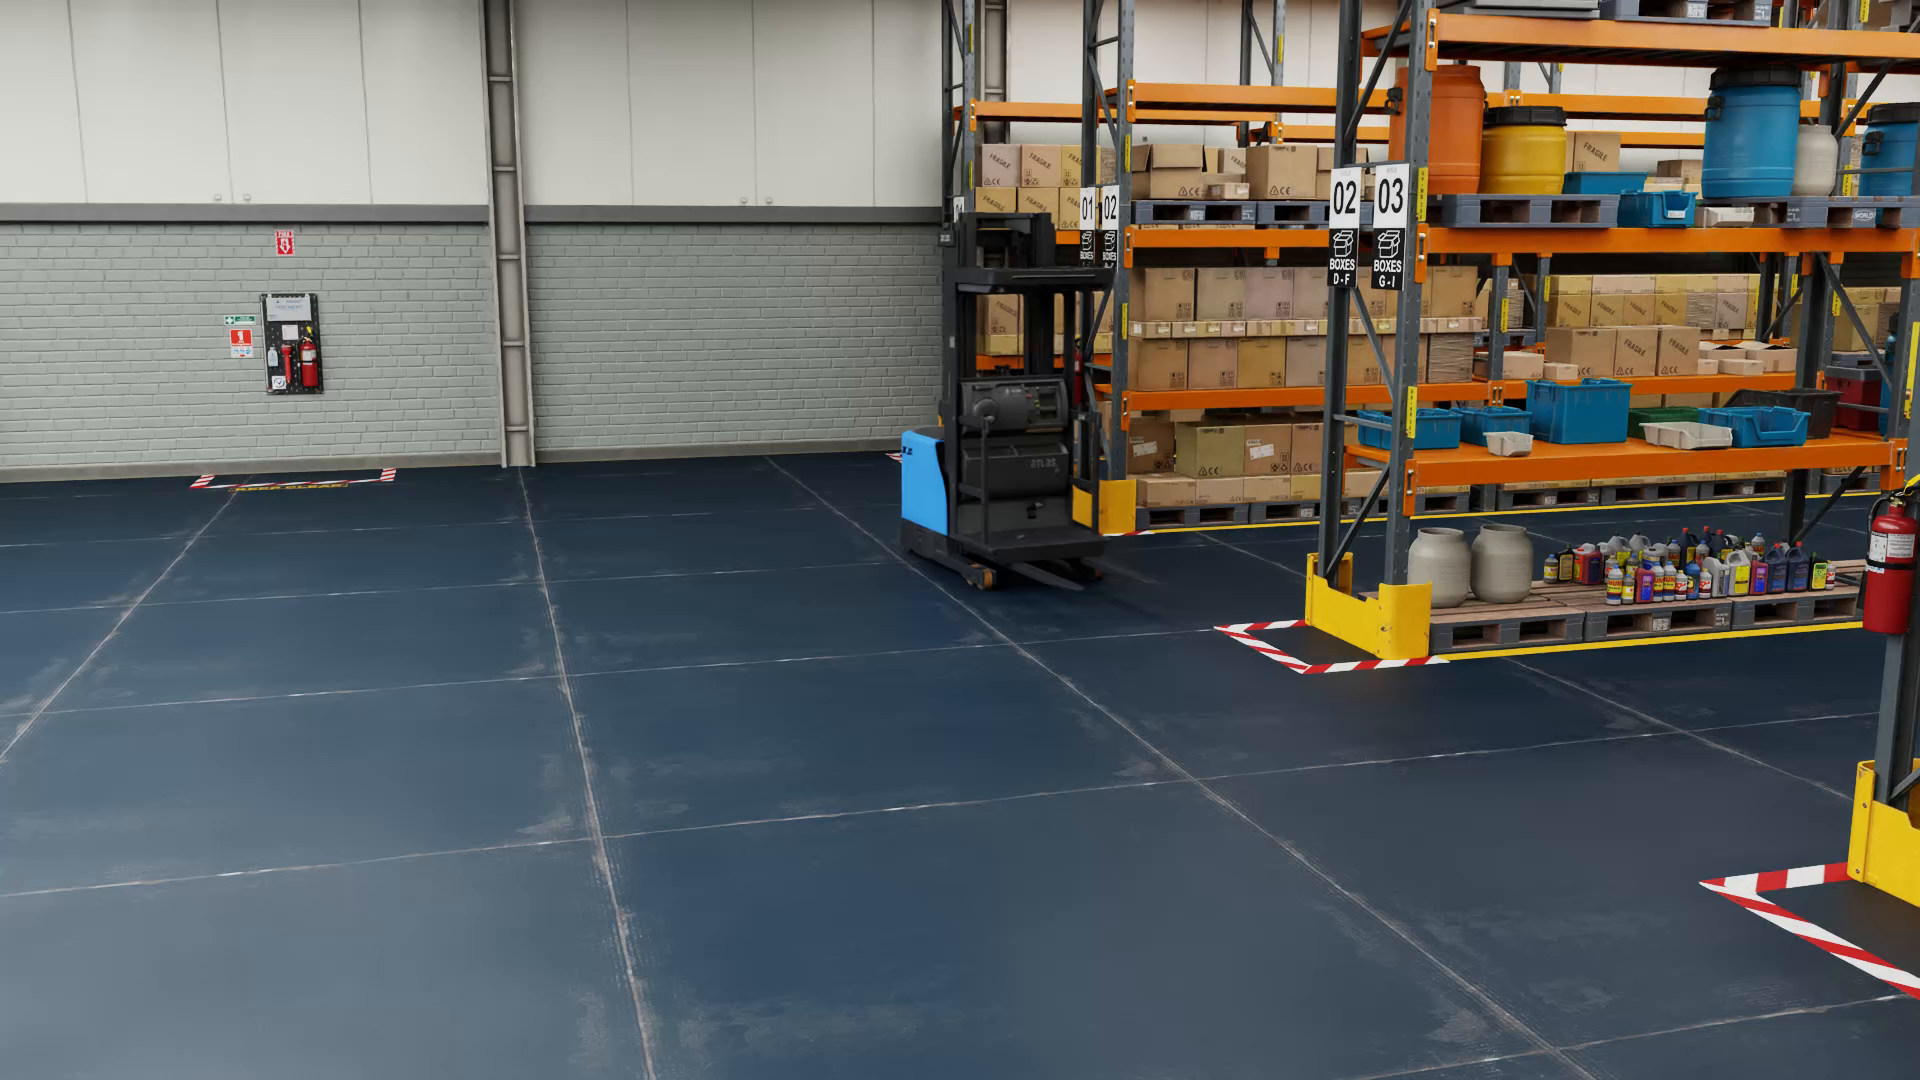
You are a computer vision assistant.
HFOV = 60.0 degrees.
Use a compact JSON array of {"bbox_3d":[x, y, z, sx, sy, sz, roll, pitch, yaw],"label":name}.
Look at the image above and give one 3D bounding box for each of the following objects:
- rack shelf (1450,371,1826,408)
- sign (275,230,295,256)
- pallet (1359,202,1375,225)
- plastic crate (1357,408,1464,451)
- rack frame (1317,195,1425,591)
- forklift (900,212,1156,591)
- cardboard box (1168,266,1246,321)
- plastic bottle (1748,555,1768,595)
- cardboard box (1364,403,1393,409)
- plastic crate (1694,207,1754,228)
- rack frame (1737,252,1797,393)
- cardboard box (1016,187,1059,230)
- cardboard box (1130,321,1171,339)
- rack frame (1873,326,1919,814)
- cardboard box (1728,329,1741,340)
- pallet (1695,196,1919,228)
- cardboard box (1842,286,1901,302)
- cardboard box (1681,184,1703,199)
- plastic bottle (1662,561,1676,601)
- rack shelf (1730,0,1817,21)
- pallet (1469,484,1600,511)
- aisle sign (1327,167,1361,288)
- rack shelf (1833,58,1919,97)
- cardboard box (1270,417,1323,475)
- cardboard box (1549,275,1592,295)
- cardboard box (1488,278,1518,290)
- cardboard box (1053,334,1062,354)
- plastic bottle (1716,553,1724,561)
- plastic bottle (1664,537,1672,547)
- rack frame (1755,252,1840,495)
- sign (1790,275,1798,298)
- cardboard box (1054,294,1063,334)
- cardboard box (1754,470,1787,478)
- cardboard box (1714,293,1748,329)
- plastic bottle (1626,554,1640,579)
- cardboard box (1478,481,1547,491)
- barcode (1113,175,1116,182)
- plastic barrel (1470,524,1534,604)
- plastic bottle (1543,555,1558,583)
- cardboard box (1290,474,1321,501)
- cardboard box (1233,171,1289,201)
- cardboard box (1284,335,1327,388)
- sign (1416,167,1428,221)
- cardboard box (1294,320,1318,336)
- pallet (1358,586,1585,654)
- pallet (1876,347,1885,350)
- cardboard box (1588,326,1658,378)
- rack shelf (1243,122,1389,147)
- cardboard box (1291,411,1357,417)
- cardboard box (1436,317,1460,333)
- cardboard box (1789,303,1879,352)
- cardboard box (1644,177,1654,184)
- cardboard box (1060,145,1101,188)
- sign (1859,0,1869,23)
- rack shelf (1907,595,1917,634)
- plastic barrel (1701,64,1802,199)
[{"bbox_3d":[7.122,-1.590,17.588,4.000,0.370,1.077,-3,11,-16],"label":"rack shelf"},{"bbox_3d":[-7.777,-3.422,19.149,0.199,0.298,0.001,-3,11,-16],"label":"sign"},{"bbox_3d":[4.390,-3.226,16.451,1.213,0.211,1.003,-3,11,-16],"label":"pallet"},{"bbox_3d":[3.139,-0.783,11.629,0.616,0.251,0.499,-3,11,-16],"label":"plastic crate"},{"bbox_3d":[2.742,-0.779,11.195,0.127,3.000,1.000,-3,11,-16],"label":"rack frame"},{"bbox_3d":[0.535,-1.137,13.330,1.130,2.935,3.031,-5,11,-24],"label":"forklift"},{"bbox_3d":[2.367,-2.379,16.028,0.500,0.500,0.700,-3,11,-17],"label":"cardboard box"},{"bbox_3d":[5.716,0.246,11.915,0.133,0.283,0.061,-2,11,-12],"label":"plastic bottle"},{"bbox_3d":[5.499,-1.784,22.346,0.500,0.500,0.700,-3,11,-15],"label":"cardboard box"},{"bbox_3d":[5.155,-2.175,11.224,0.396,0.136,0.243,-3,11,-16],"label":"plastic crate"},{"bbox_3d":[11.495,-3.108,23.849,0.127,3.000,1.000,-3,11,-16],"label":"rack frame"},{"bbox_3d":[0.890,-4.030,20.238,0.500,0.500,0.500,-2,11,-12],"label":"cardboard box"},{"bbox_3d":[1.798,-1.991,15.711,0.250,0.149,0.380,-3,11,-16],"label":"cardboard box"},{"bbox_3d":[4.126,0.082,6.519,0.127,3.000,1.000,-3,11,-16],"label":"rack frame"},{"bbox_3d":[10.752,-2.906,23.390,0.250,0.149,0.380,-3,11,-14],"label":"cardboard box"},{"bbox_3d":[5.917,-2.310,11.750,1.003,0.211,1.213,-3,11,-16],"label":"pallet"},{"bbox_3d":[13.418,-3.355,24.360,0.700,0.700,0.980,-4,11,-19],"label":"cardboard box"},{"bbox_3d":[7.572,-3.563,17.291,0.500,0.250,0.500,-3,11,-17],"label":"cardboard box"},{"bbox_3d":[4.995,0.287,11.729,0.097,0.271,0.097,0,10,0],"label":"plastic bottle"},{"bbox_3d":[9.574,-7.238,22.520,4.000,0.370,1.077,-3,11,-16],"label":"rack shelf"},{"bbox_3d":[5.898,-0.515,17.465,1.213,0.211,1.003,-3,11,-16],"label":"pallet"},{"bbox_3d":[2.590,-2.105,11.221,0.004,0.787,0.394,-3,11,-16],"label":"aisle sign"},{"bbox_3d":[8.503,-3.482,12.403,4.000,0.370,1.077,-3,11,-16],"label":"rack shelf"},{"bbox_3d":[3.379,-0.927,16.364,0.500,0.500,0.500,-3,11,-16],"label":"cardboard box"},{"bbox_3d":[8.190,-3.460,22.533,0.500,0.250,0.500,-3,11,-15],"label":"cardboard box"},{"bbox_3d":[7.331,-3.468,22.519,0.250,0.149,0.380,-5,11,-23],"label":"cardboard box"},{"bbox_3d":[1.025,-2.435,20.553,0.500,0.250,0.500,-3,11,-18],"label":"cardboard box"},{"bbox_3d":[5.497,0.231,12.000,0.133,0.283,0.061,-3,11,-16],"label":"plastic bottle"},{"bbox_3d":[5.340,0.118,12.613,0.133,0.283,0.061,-3,11,-13],"label":"plastic bottle"},{"bbox_3d":[9.042,-2.045,18.073,0.127,3.000,1.000,-3,11,-16],"label":"rack frame"},{"bbox_3d":[11.656,-3.545,23.242,0.005,0.325,0.100,-3,11,-16],"label":"sign"},{"bbox_3d":[0.993,-2.801,20.468,0.500,0.500,0.500,-3,11,-16],"label":"cardboard box"},{"bbox_3d":[8.605,-0.830,17.909,0.500,0.250,0.500,-3,11,-15],"label":"cardboard box"},{"bbox_3d":[10.635,-3.219,23.297,0.500,0.500,0.500,-3,11,-15],"label":"cardboard box"},{"bbox_3d":[4.999,0.207,12.357,0.097,0.201,0.097,0,10,0],"label":"plastic bottle"},{"bbox_3d":[5.658,-0.674,17.061,0.500,0.250,0.500,-3,11,-17],"label":"cardboard box"},{"bbox_3d":[1.516,-3.500,16.088,0.075,0.075,0.001,-3,11,-16],"label":"barcode"},{"bbox_3d":[3.834,0.166,11.774,0.421,0.512,0.421,0,10,0],"label":"plastic barrel"},{"bbox_3d":[4.383,0.212,12.328,0.097,0.201,0.097,0,10,0],"label":"plastic bottle"},{"bbox_3d":[3.379,-0.558,16.433,0.500,0.250,0.500,-3,11,-16],"label":"cardboard box"},{"bbox_3d":[2.927,-3.479,16.278,0.500,0.311,0.500,-2,11,-9],"label":"cardboard box"},{"bbox_3d":[3.299,-1.789,16.409,0.500,0.500,0.700,-3,11,-14],"label":"cardboard box"},{"bbox_3d":[2.892,-2.163,10.402,0.005,0.325,0.100,-3,11,-16],"label":"sign"},{"bbox_3d":[3.274,-2.068,16.132,0.250,0.149,0.380,-3,11,-15],"label":"cardboard box"},{"bbox_3d":[3.583,0.540,11.732,1.213,0.211,1.003,-3,11,-16],"label":"pallet"},{"bbox_3d":[10.908,-2.050,18.629,1.213,0.211,1.003,-3,11,-16],"label":"pallet"},{"bbox_3d":[6.930,-1.980,17.443,0.500,0.500,0.500,-3,11,-16],"label":"cardboard box"},{"bbox_3d":[5.734,-5.205,21.758,4.000,0.370,1.077,-3,11,-16],"label":"rack shelf"},{"bbox_3d":[3.709,-1.046,17.010,0.500,0.500,0.500,-3,11,-16],"label":"cardboard box"},{"bbox_3d":[4.763,-2.147,16.562,0.250,0.149,0.380,-3,11,-17],"label":"cardboard box"},{"bbox_3d":[9.615,-2.352,18.305,0.500,0.500,0.700,-7,13,-35],"label":"cardboard box"},{"bbox_3d":[9.133,-4.743,22.952,0.500,0.500,0.700,-2,11,-13],"label":"cardboard box"},{"bbox_3d":[1.395,-4.549,20.296,0.500,0.500,0.500,-3,11,-14],"label":"cardboard box"},{"bbox_3d":[9.201,-5.436,16.908,0.005,0.325,0.100,-3,11,-16],"label":"sign"},{"bbox_3d":[6.047,0.335,7.133,4.000,0.370,1.077,-3,11,-16],"label":"rack shelf"},{"bbox_3d":[5.597,-2.878,11.768,0.708,0.901,0.600,-3,11,-16],"label":"plastic barrel"}]
